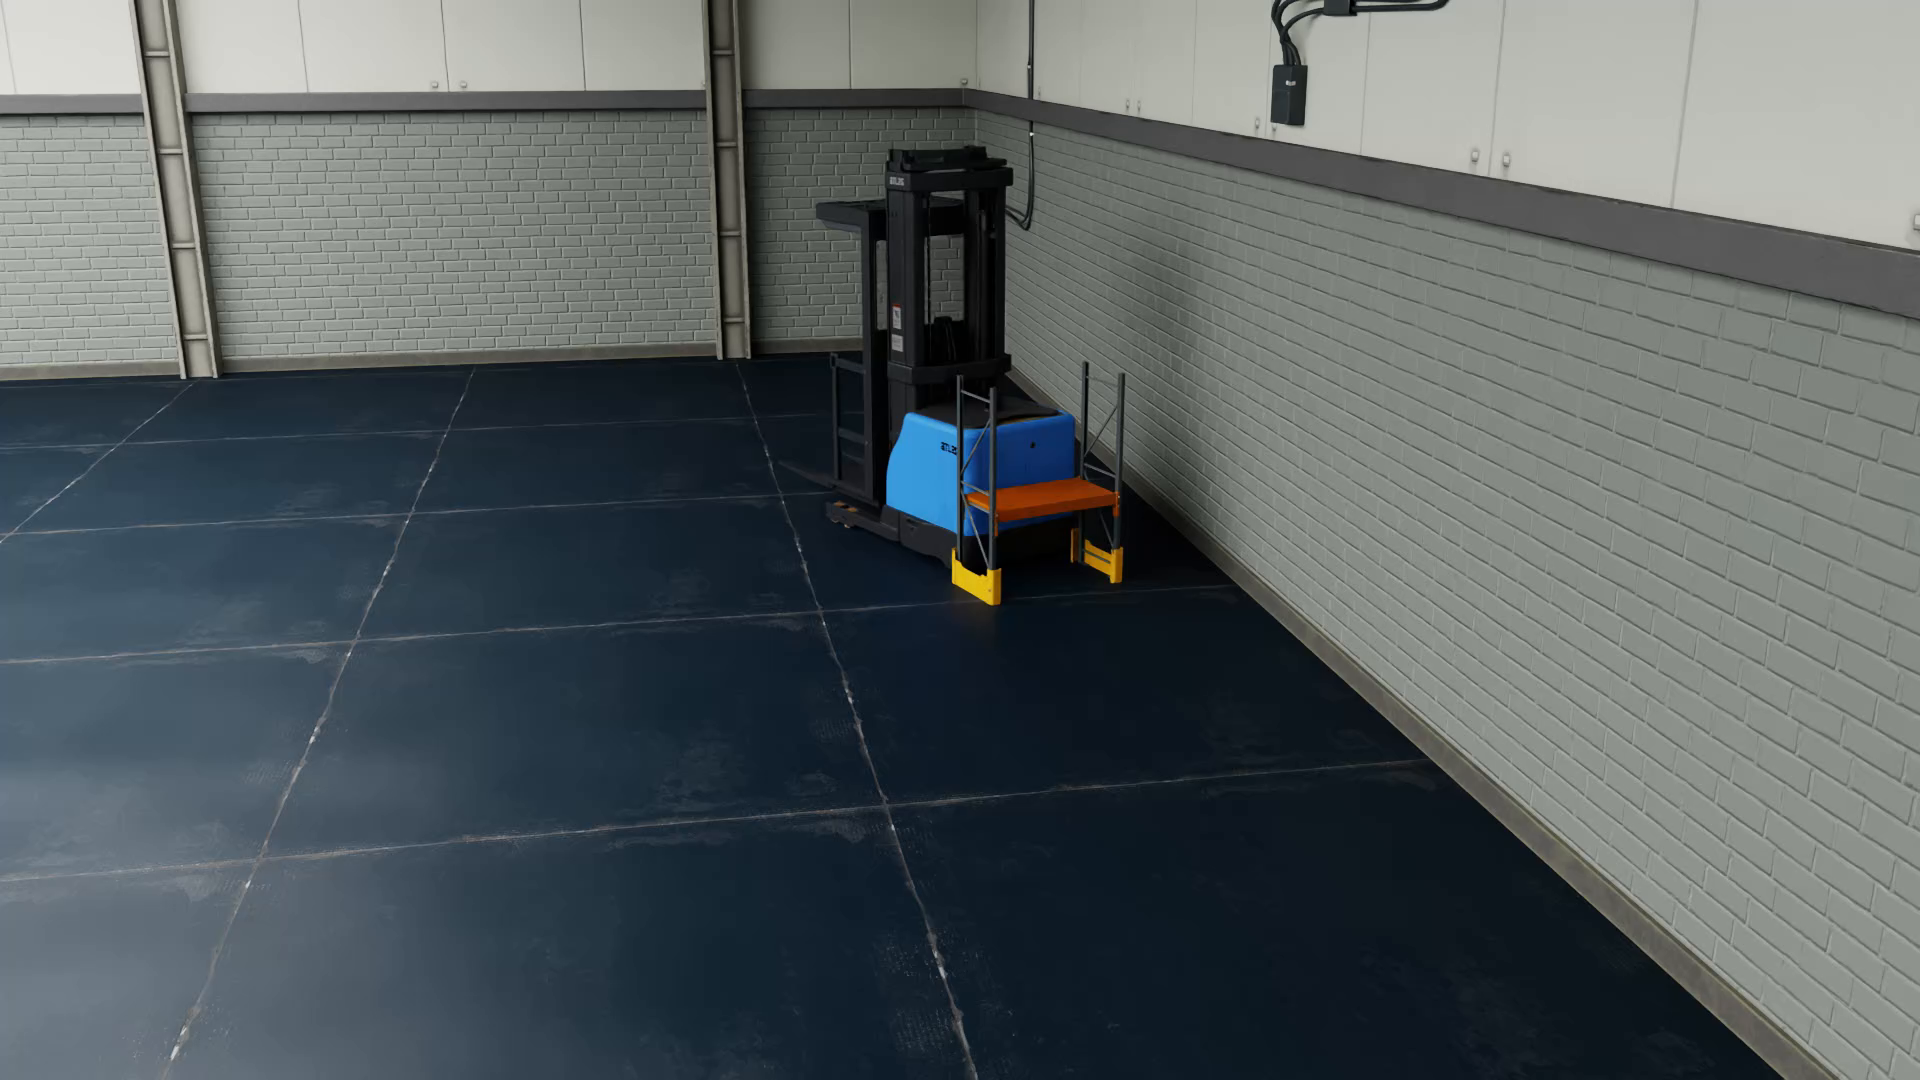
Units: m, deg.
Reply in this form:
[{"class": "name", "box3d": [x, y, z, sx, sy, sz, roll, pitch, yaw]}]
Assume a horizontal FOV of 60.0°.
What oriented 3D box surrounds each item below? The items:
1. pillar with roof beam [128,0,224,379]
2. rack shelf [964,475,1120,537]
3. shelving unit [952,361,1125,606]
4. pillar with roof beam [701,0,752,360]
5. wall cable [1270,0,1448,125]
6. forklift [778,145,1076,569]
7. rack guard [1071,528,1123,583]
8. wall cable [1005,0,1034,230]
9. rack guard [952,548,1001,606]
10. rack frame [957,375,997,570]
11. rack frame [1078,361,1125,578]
[{"class": "pillar with roof beam", "box3d": [-7.790, -4.931, 13.539, 0.400, 9.000, 9.100, -3, 17, -10]}, {"class": "rack shelf", "box3d": [0.558, -0.248, 11.677, 1.000, 0.185, 0.538, -9, 19, -27]}, {"class": "shelving unit", "box3d": [0.550, -0.419, 11.620, 1.083, 1.500, 0.587, -9, 19, -27]}, {"class": "pillar with roof beam", "box3d": [-1.899, -5.265, 14.627, 0.400, 9.000, 9.100, -3, 17, -10]}, {"class": "wall cable", "box3d": [2.213, -5.177, 8.548, 0.169, 6.003, 2.305, -3, 17, -10]}, {"class": "forklift", "box3d": [-0.409, -1.564, 12.912, 1.130, 2.935, 3.031, -12, 21, -34]}, {"class": "rack guard", "box3d": [0.987, 0.109, 12.032, 0.087, 0.250, 0.587, -9, 19, -27]}, {"class": "wall cable", "box3d": [0.428, -4.805, 18.416, 0.112, 2.526, 3.097, -3, 17, -10]}, {"class": "rack guard", "box3d": [0.113, 0.249, 11.575, 0.087, 0.250, 0.587, -9, 19, -27]}, {"class": "rack frame", "box3d": [0.112, -0.348, 11.391, 0.032, 1.500, 0.500, -9, 19, -27]}, {"class": "rack frame", "box3d": [1.004, -0.491, 11.857, 0.032, 1.500, 0.500, -9, 19, -27]}]
